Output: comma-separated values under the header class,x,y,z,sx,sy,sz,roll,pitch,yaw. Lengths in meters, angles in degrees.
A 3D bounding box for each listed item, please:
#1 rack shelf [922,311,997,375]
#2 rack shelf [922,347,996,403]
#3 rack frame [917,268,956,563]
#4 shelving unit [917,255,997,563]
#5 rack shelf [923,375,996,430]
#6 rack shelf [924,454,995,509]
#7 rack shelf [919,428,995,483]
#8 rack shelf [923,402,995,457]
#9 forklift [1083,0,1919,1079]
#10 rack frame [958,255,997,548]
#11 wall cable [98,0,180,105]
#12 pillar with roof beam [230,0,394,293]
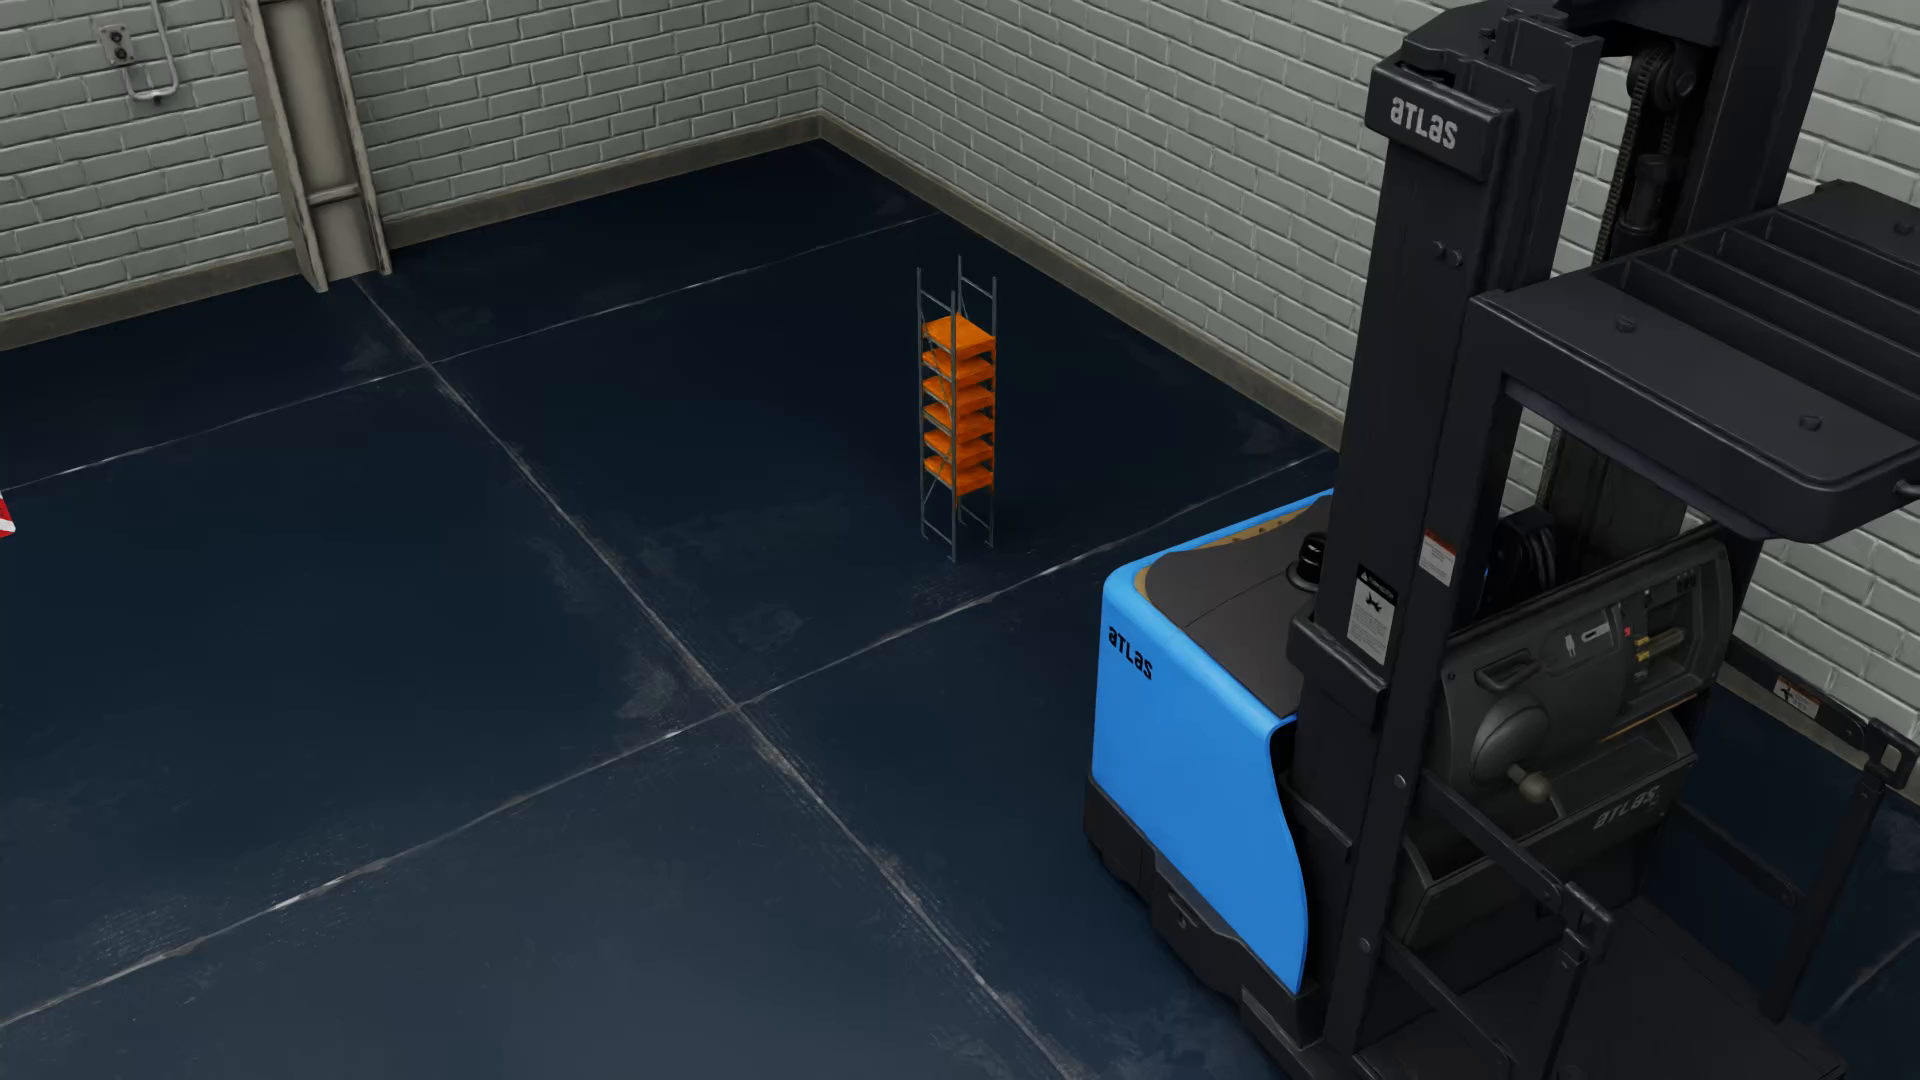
class,x,y,z,sx,sy,sz,roll,pitch,yaw
rack shelf,-0.012,-0.738,6.209,0.180,0.103,0.258,-22,41,-28
rack shelf,-0.012,-0.641,6.279,0.180,0.103,0.258,-22,41,-28
rack frame,-0.087,-0.451,6.350,0.006,1.200,0.240,-22,41,-28
shelving unit,-0.012,-0.482,6.393,0.189,1.200,0.258,-22,41,-28
rack shelf,-0.012,-0.544,6.349,0.180,0.103,0.258,-22,41,-28
rack shelf,-0.012,-0.251,6.559,0.180,0.103,0.258,-22,41,-28
rack shelf,-0.012,-0.349,6.489,0.180,0.103,0.258,-22,41,-28
rack shelf,-0.012,-0.446,6.419,0.180,0.103,0.258,-22,41,-28
forklift,1.578,0.371,3.723,1.130,2.935,3.031,-19,40,-24
rack frame,0.063,-0.513,6.436,0.006,1.200,0.240,-22,41,-28
wall cable,-4.416,-2.595,6.919,1.851,1.984,0.084,-22,41,-28
pillar with roof beam,-0.730,-3.002,3.217,0.400,9.000,9.100,-22,41,-28
